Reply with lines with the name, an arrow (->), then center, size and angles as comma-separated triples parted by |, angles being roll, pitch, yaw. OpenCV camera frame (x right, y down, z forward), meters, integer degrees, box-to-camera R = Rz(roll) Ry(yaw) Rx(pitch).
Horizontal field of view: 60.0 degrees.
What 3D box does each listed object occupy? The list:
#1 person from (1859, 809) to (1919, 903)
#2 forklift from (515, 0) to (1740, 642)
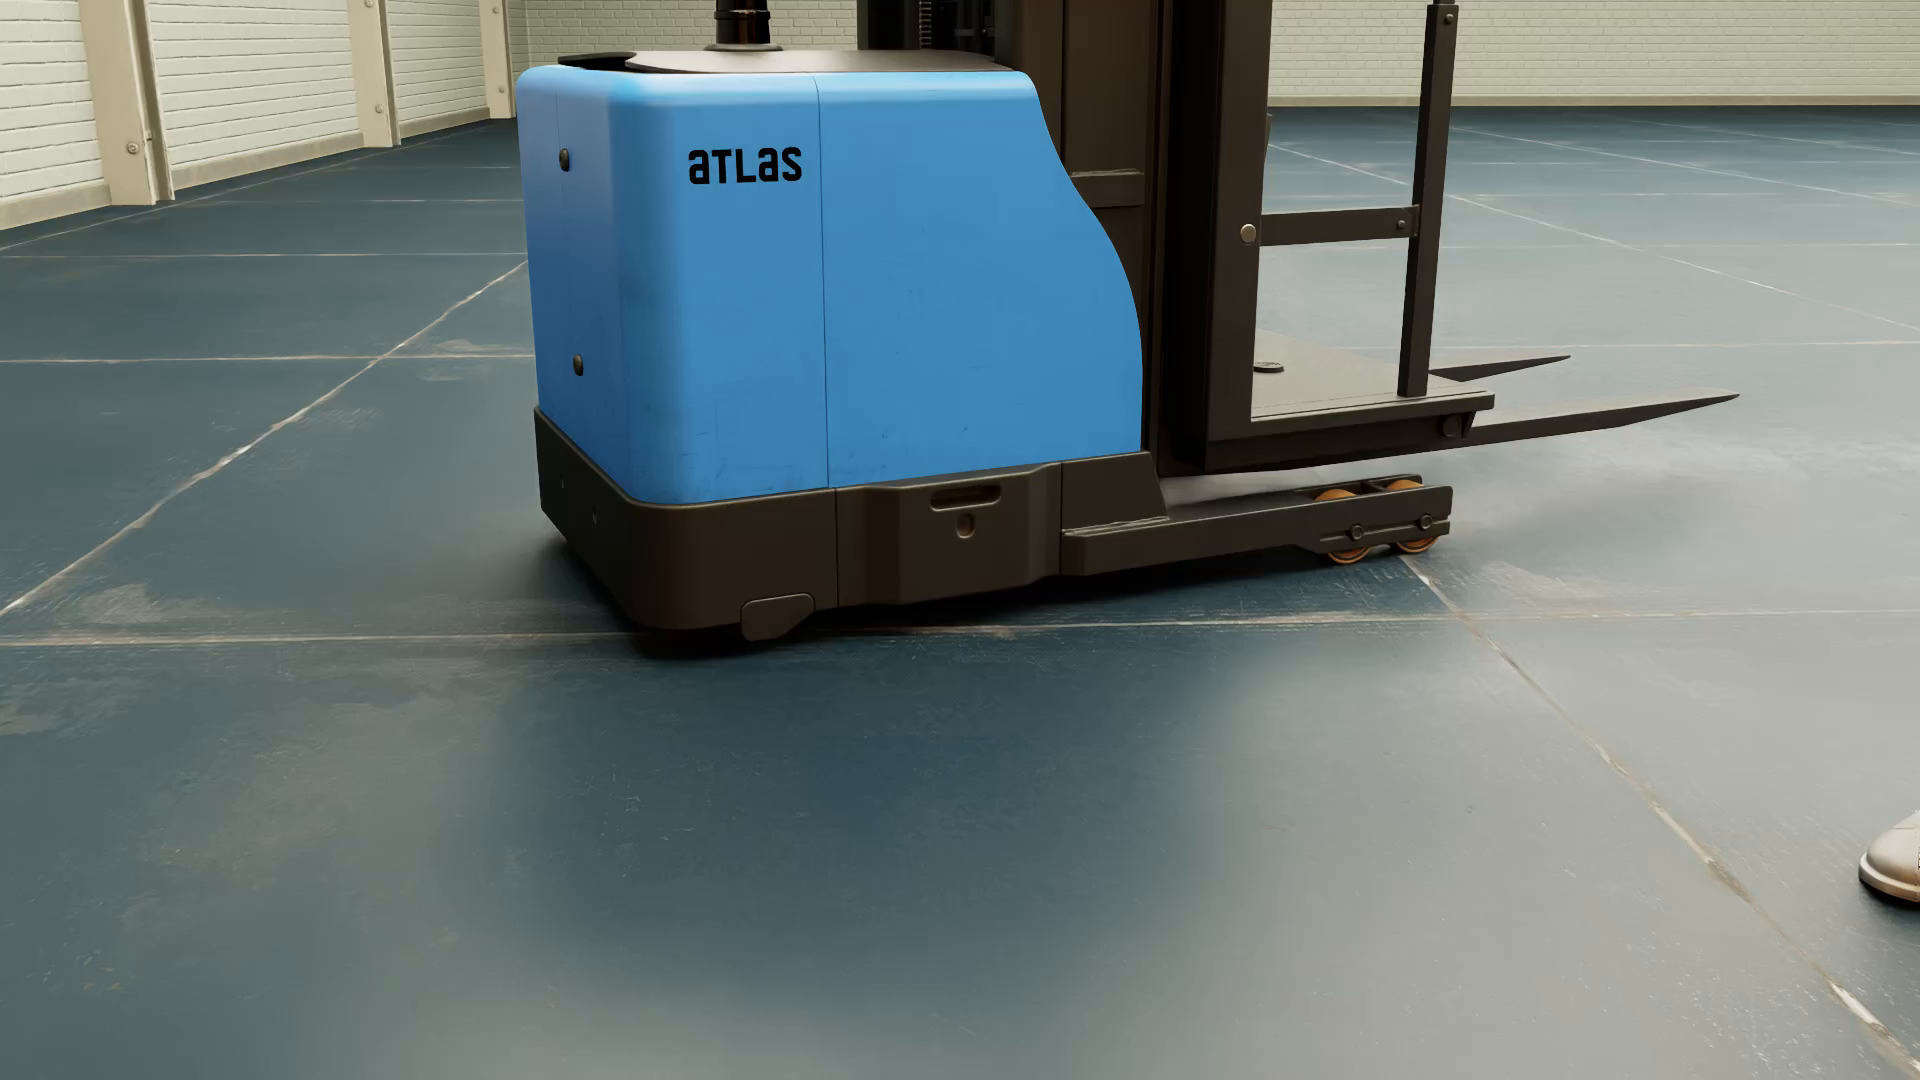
person -> 1.568, -0.322, 2.019 | 0.599, 1.725, 0.402 | 16, 23, 42
forklift -> 0.569, -1.479, 3.744 | 3.031, 2.935, 1.130 | -8, 19, -24
